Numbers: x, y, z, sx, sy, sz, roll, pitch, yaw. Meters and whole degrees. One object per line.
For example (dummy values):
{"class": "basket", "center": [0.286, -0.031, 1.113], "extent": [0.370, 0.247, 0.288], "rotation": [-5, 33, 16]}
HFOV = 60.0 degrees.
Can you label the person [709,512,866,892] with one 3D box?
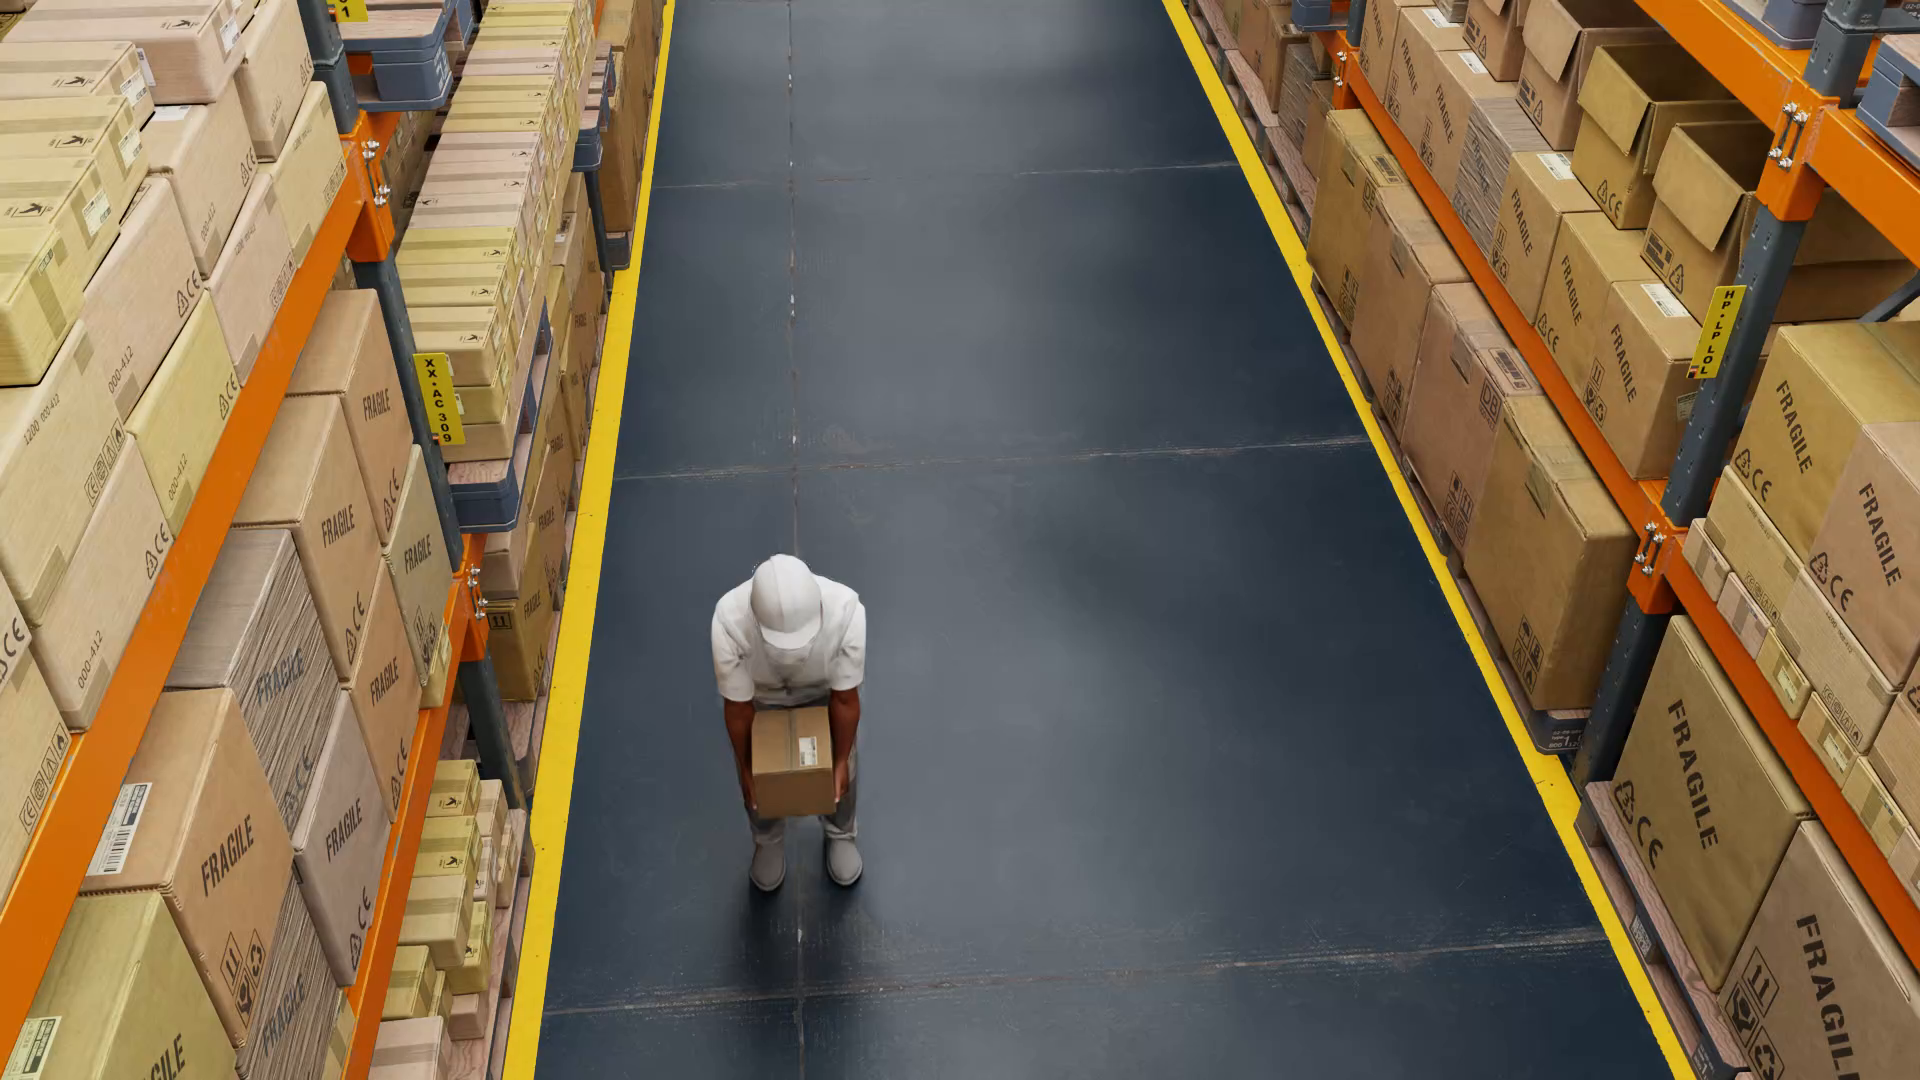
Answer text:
{"class": "person", "center": [-0.540, 0.547, 5.494], "extent": [0.493, 1.718, 0.612], "rotation": [-4, 39, -5]}
